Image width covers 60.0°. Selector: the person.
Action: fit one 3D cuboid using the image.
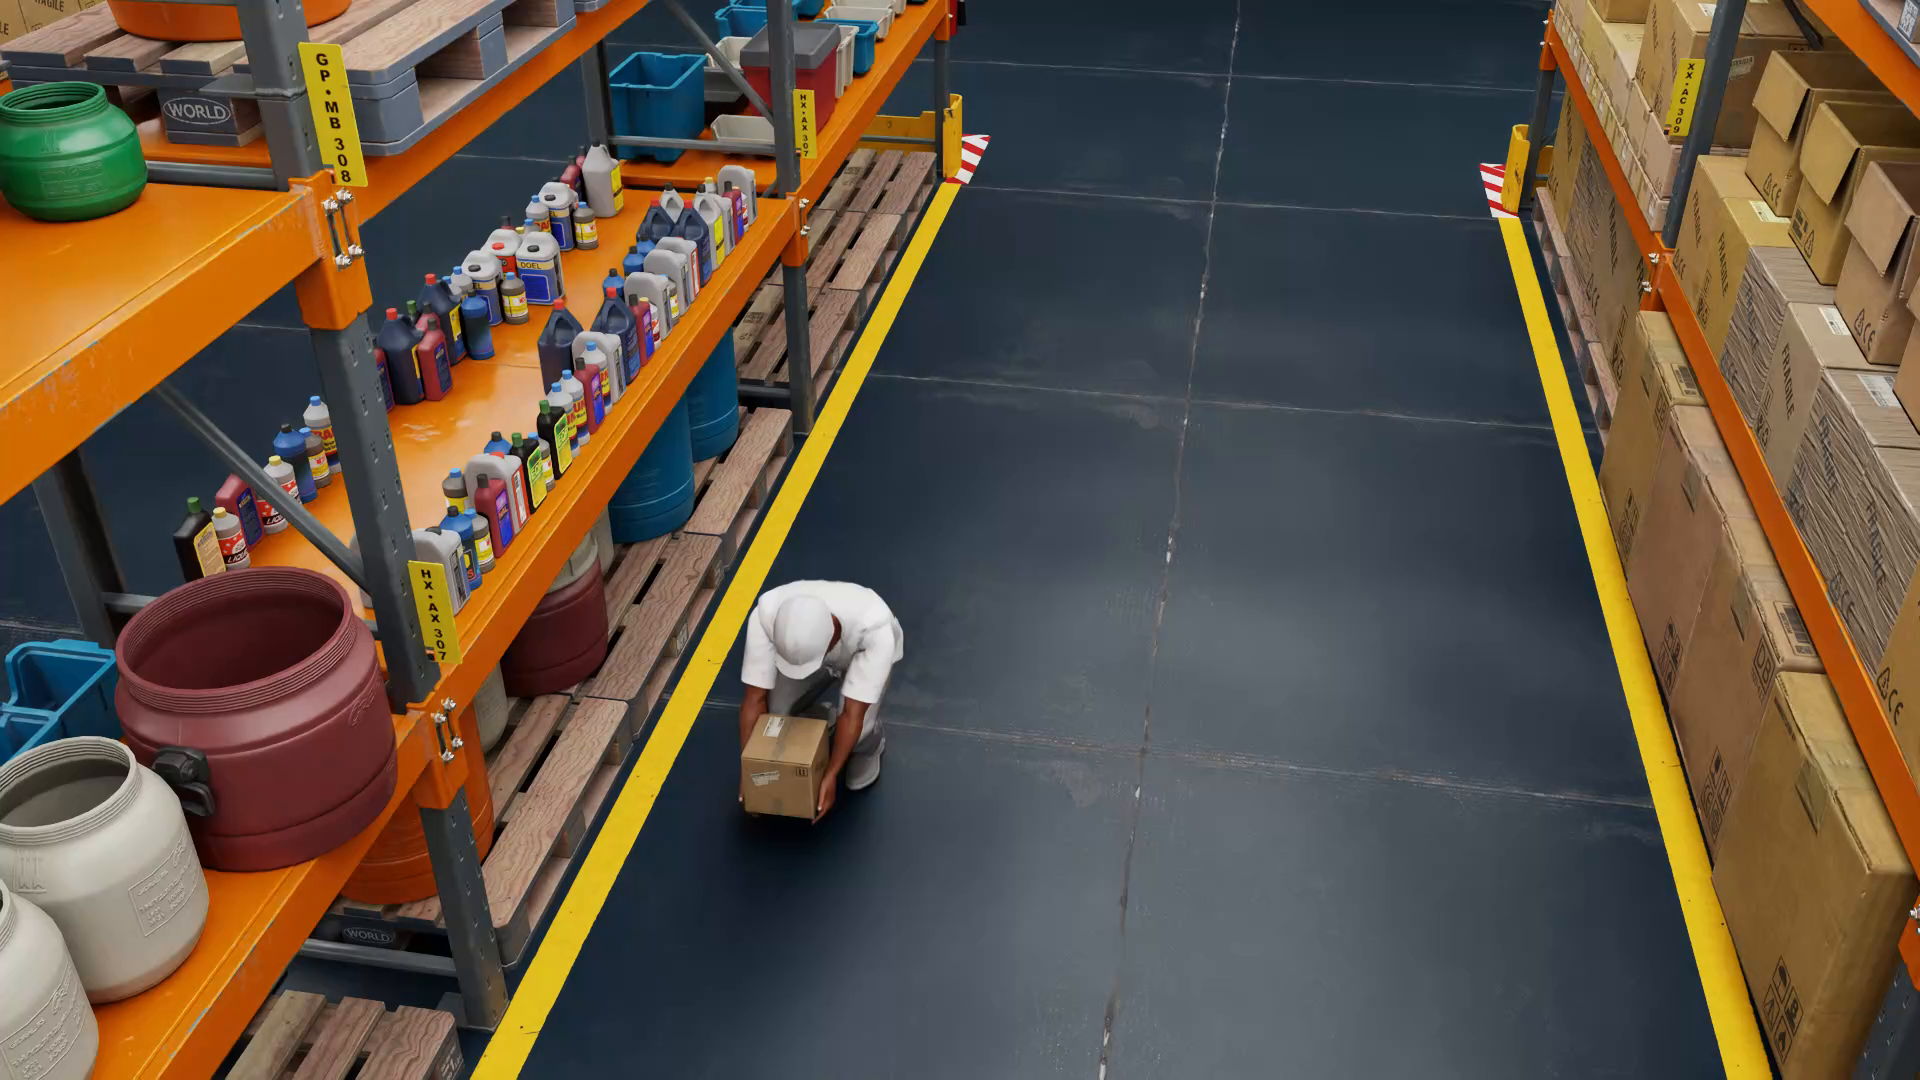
[{"bbox_3d":[-0.480,0.494,6.052,0.547,1.007,0.921,10,34,15],"label":"person"}]
